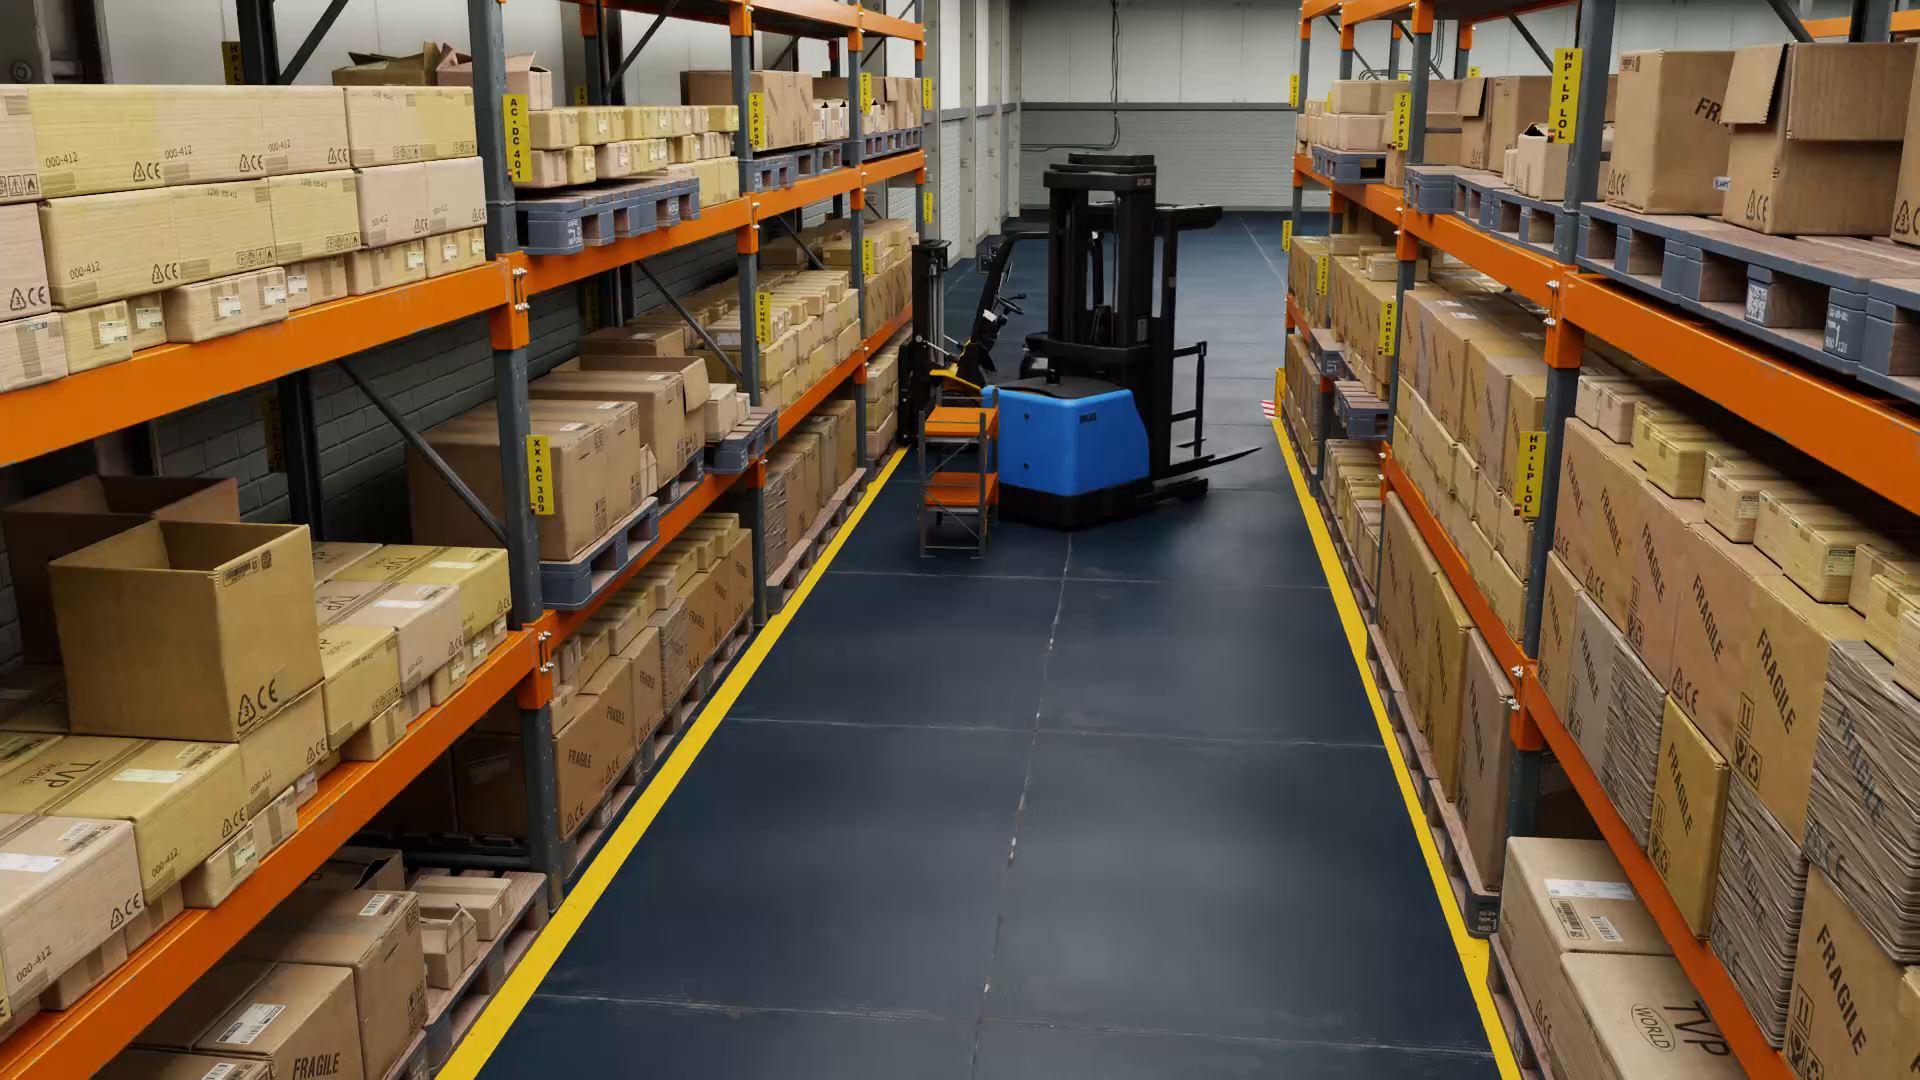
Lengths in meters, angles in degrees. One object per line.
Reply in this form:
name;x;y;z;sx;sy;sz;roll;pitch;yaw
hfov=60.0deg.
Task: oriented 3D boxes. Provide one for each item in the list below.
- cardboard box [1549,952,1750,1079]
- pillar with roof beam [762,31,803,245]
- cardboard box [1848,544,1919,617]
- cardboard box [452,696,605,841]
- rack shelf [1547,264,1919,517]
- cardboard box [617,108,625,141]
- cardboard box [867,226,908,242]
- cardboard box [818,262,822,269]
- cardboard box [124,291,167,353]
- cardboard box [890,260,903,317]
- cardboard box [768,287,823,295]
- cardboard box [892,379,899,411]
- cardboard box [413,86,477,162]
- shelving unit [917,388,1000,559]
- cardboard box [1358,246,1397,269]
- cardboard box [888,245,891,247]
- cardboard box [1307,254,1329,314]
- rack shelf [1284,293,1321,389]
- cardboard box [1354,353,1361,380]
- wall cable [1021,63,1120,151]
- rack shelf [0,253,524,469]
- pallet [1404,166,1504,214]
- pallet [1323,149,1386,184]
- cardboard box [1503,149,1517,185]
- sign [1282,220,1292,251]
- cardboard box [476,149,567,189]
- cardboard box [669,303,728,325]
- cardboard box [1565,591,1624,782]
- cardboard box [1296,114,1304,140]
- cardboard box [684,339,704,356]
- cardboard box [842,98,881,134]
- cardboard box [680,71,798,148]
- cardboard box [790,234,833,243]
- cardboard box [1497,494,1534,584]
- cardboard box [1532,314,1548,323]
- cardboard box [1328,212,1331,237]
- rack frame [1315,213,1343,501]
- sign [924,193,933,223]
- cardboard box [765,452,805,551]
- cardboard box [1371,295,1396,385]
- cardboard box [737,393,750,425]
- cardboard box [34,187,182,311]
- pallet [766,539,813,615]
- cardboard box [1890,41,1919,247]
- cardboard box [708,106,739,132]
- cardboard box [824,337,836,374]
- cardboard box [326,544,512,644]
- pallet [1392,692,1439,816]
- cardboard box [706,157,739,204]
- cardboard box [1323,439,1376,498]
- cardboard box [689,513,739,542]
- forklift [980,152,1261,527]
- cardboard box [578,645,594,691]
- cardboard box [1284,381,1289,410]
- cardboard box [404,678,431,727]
cardboard box;2.413;1.713;5.185;0.875;0.438;0.875;1;15;5
pillar with roof beam;2.416;-5.586;16.580;9.100;9.000;0.400;2;15;6
cardboard box;2.200;0.115;3.639;0.380;0.149;0.250;2;15;6
cardboard box;-1.964;1.027;7.603;0.500;0.500;0.500;2;15;9
rack shelf;2.465;-0.295;4.139;1.077;0.370;4.000;2;15;6
cardboard box;-1.769;-1.916;7.669;0.380;0.149;0.250;2;15;7
cardboard box;-0.740;-3.110;16.912;0.380;0.149;0.250;2;15;8
cardboard box;-1.415;-2.650;15.782;0.380;0.149;0.250;2;15;8
cardboard box;-2.258;-0.554;4.199;0.380;0.149;0.250;2;15;6
cardboard box;-0.854;-2.486;16.417;0.500;0.500;0.500;2;15;7
cardboard box;-1.272;-1.867;12.887;0.380;0.149;0.250;2;15;7
cardboard box;-0.855;-1.427;16.199;0.500;0.250;0.500;2;15;6
cardboard box;-2.060;-1.481;5.905;0.500;0.250;0.500;2;15;6
shelving unit;-0.001;-0.541;13.009;0.538;1.125;1.048;2;15;6
cardboard box;3.168;-2.099;12.371;0.380;0.149;0.250;3;15;9
cardboard box;-0.887;-2.838;16.478;0.380;0.149;0.250;2;15;6
cardboard box;3.502;-2.371;15.422;0.500;0.500;0.500;2;15;8
rack shelf;3.819;-1.959;16.040;1.077;0.370;4.000;2;15;6
cardboard box;2.941;-1.199;11.527;0.380;0.149;0.250;2;15;7
wall cable;3.170;-12.720;48.911;3.097;2.526;0.112;2;15;6
rack shelf;-2.468;-0.440;4.676;1.077;0.370;4.000;2;15;6
pallet;3.122;-1.939;9.201;1.213;0.211;1.003;2;15;9
pallet;3.304;-2.719;12.085;1.213;0.211;1.003;2;15;6
cardboard box;2.755;-1.746;7.769;0.380;0.166;0.250;3;15;11
sign;3.505;-3.259;17.811;0.100;0.325;0.005;2;15;6
cardboard box;-1.813;-1.502;6.708;0.380;0.149;0.250;2;15;7
cardboard box;-1.881;-1.615;11.955;0.380;0.149;0.250;2;15;6
cardboard box;2.317;0.483;5.438;0.500;0.500;0.500;2;15;7
cardboard box;3.723;-4.222;17.001;0.500;0.250;0.500;1;15;5
cardboard box;-2.016;-1.189;11.144;0.500;0.250;0.500;2;15;8
cardboard box;-1.003;-3.798;14.889;0.500;0.311;0.500;2;15;7
cardboard box;-1.509;-2.958;11.419;0.700;0.500;0.500;1;15;5
cardboard box;-1.427;-2.861;15.993;0.380;0.149;0.250;2;15;6
cardboard box;2.499;-0.004;6.758;0.500;0.250;0.500;2;15;6
cardboard box;3.231;-0.878;8.555;0.500;0.500;0.500;2;15;6
cardboard box;4.204;-3.361;17.169;0.700;0.500;0.500;1;15;5
rack frame;3.593;-1.788;14.028;1.000;3.000;0.127;2;15;6
sign;-0.350;-3.624;18.147;0.100;0.325;0.005;2;15;6
cardboard box;-1.641;-0.283;12.208;0.875;0.625;0.625;2;15;8
cardboard box;2.917;-1.271;10.551;0.500;0.500;0.500;1;15;5
cardboard box;-1.483;-0.796;10.035;0.380;0.149;0.250;2;15;7
cardboard box;-2.265;-0.712;4.019;0.500;0.250;0.500;1;15;5
pallet;-1.659;0.238;11.878;1.003;0.211;1.213;2;15;6
cardboard box;2.616;-0.941;3.963;0.500;0.500;0.500;2;15;7
cardboard box;-1.535;-2.510;9.904;0.380;0.149;0.250;2;15;8
cardboard box;-1.274;-1.464;13.117;0.500;0.250;0.500;2;15;7
cardboard box;-2.057;0.210;6.358;0.500;0.250;0.500;2;15;8
pallet;2.838;1.113;8.640;1.003;0.211;1.213;2;15;6
cardboard box;-1.607;-2.131;9.838;0.500;0.250;0.500;1;15;4
cardboard box;3.536;-0.586;13.813;0.950;0.372;0.625;2;15;7
cardboard box;-1.595;-0.069;10.414;0.380;0.149;0.250;1;15;4
forklift;1.526;-1.834;14.329;1.130;2.935;3.031;14;20;41
cardboard box;-1.965;0.606;7.915;0.380;0.149;0.250;1;15;3
cardboard box;3.679;-1.500;17.425;0.500;0.250;0.500;2;15;6
cardboard box;-2.097;0.557;5.839;0.380;0.149;0.250;2;15;8
